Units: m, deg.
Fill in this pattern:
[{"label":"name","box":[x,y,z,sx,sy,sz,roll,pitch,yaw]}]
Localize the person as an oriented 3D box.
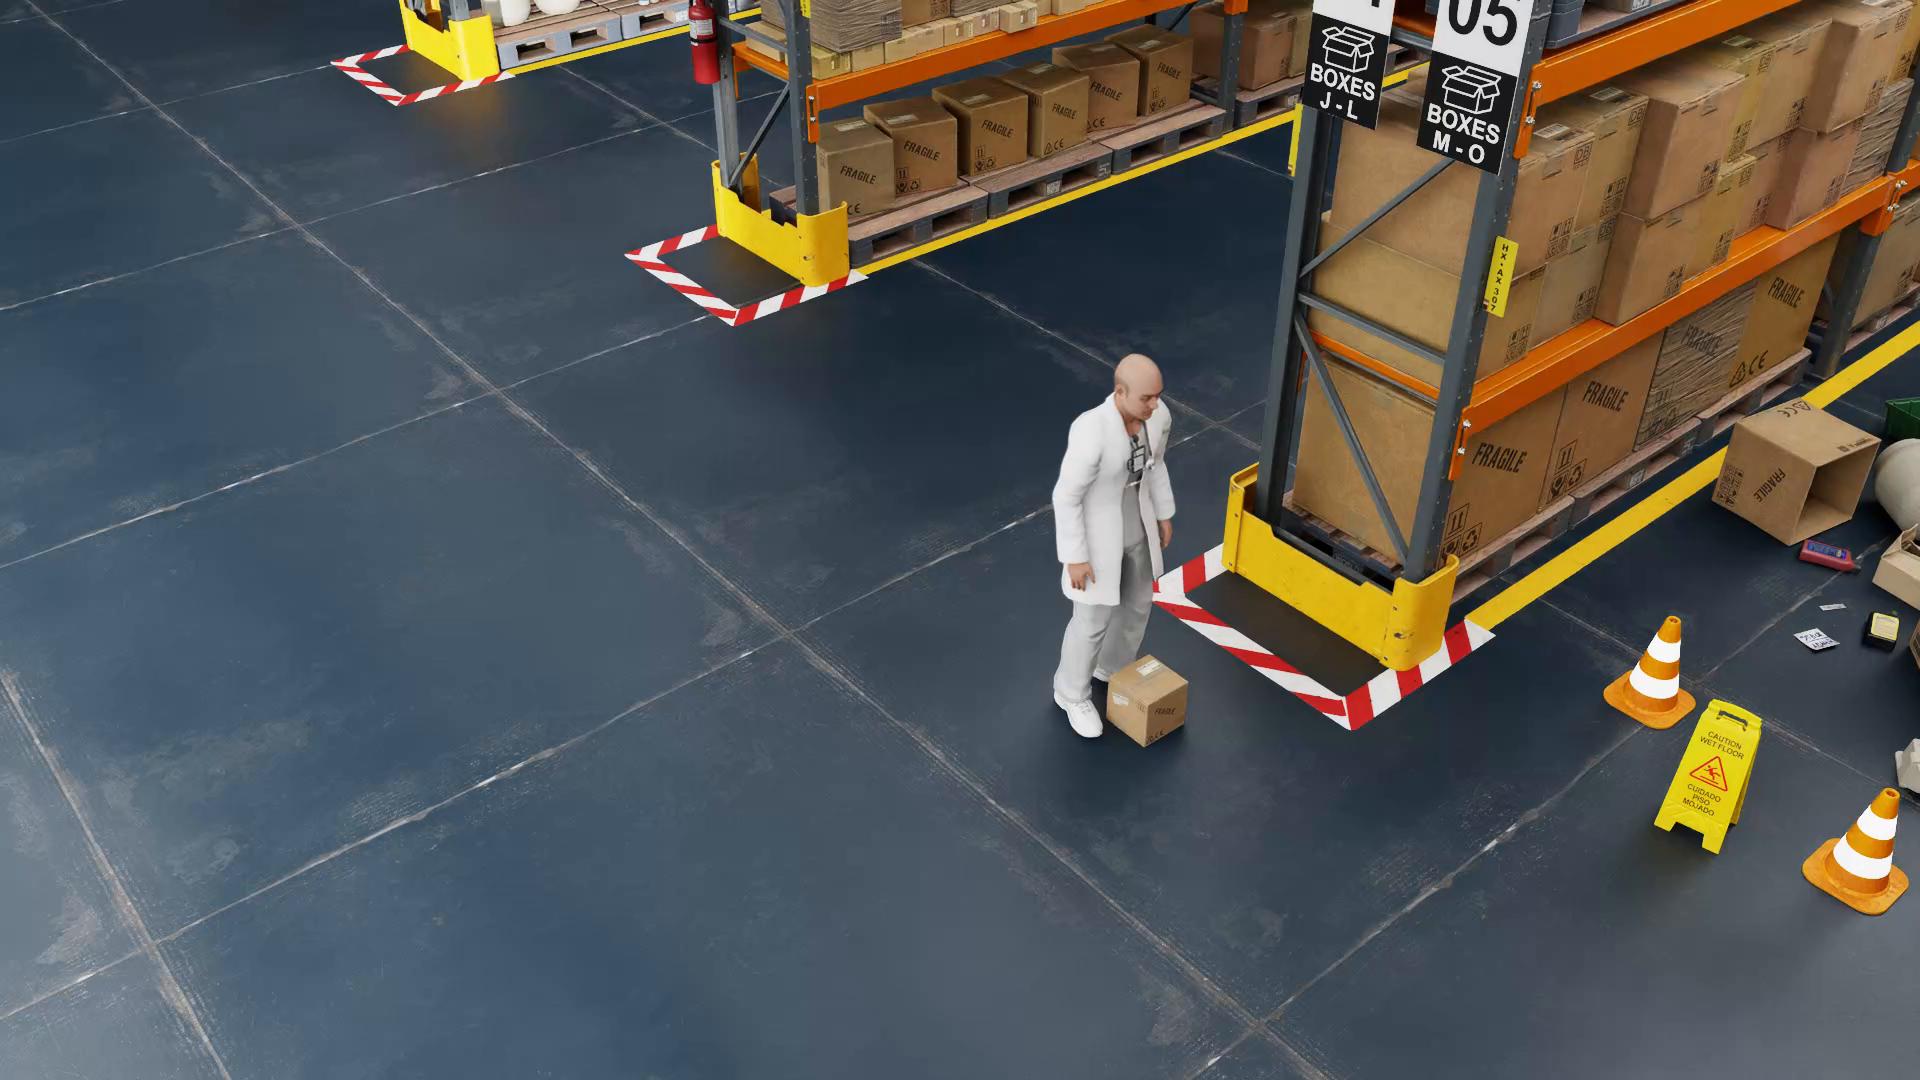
[{"label":"person","box":[0.665,-0.013,7.110,0.643,1.775,0.423,-26,43,-31]}]
